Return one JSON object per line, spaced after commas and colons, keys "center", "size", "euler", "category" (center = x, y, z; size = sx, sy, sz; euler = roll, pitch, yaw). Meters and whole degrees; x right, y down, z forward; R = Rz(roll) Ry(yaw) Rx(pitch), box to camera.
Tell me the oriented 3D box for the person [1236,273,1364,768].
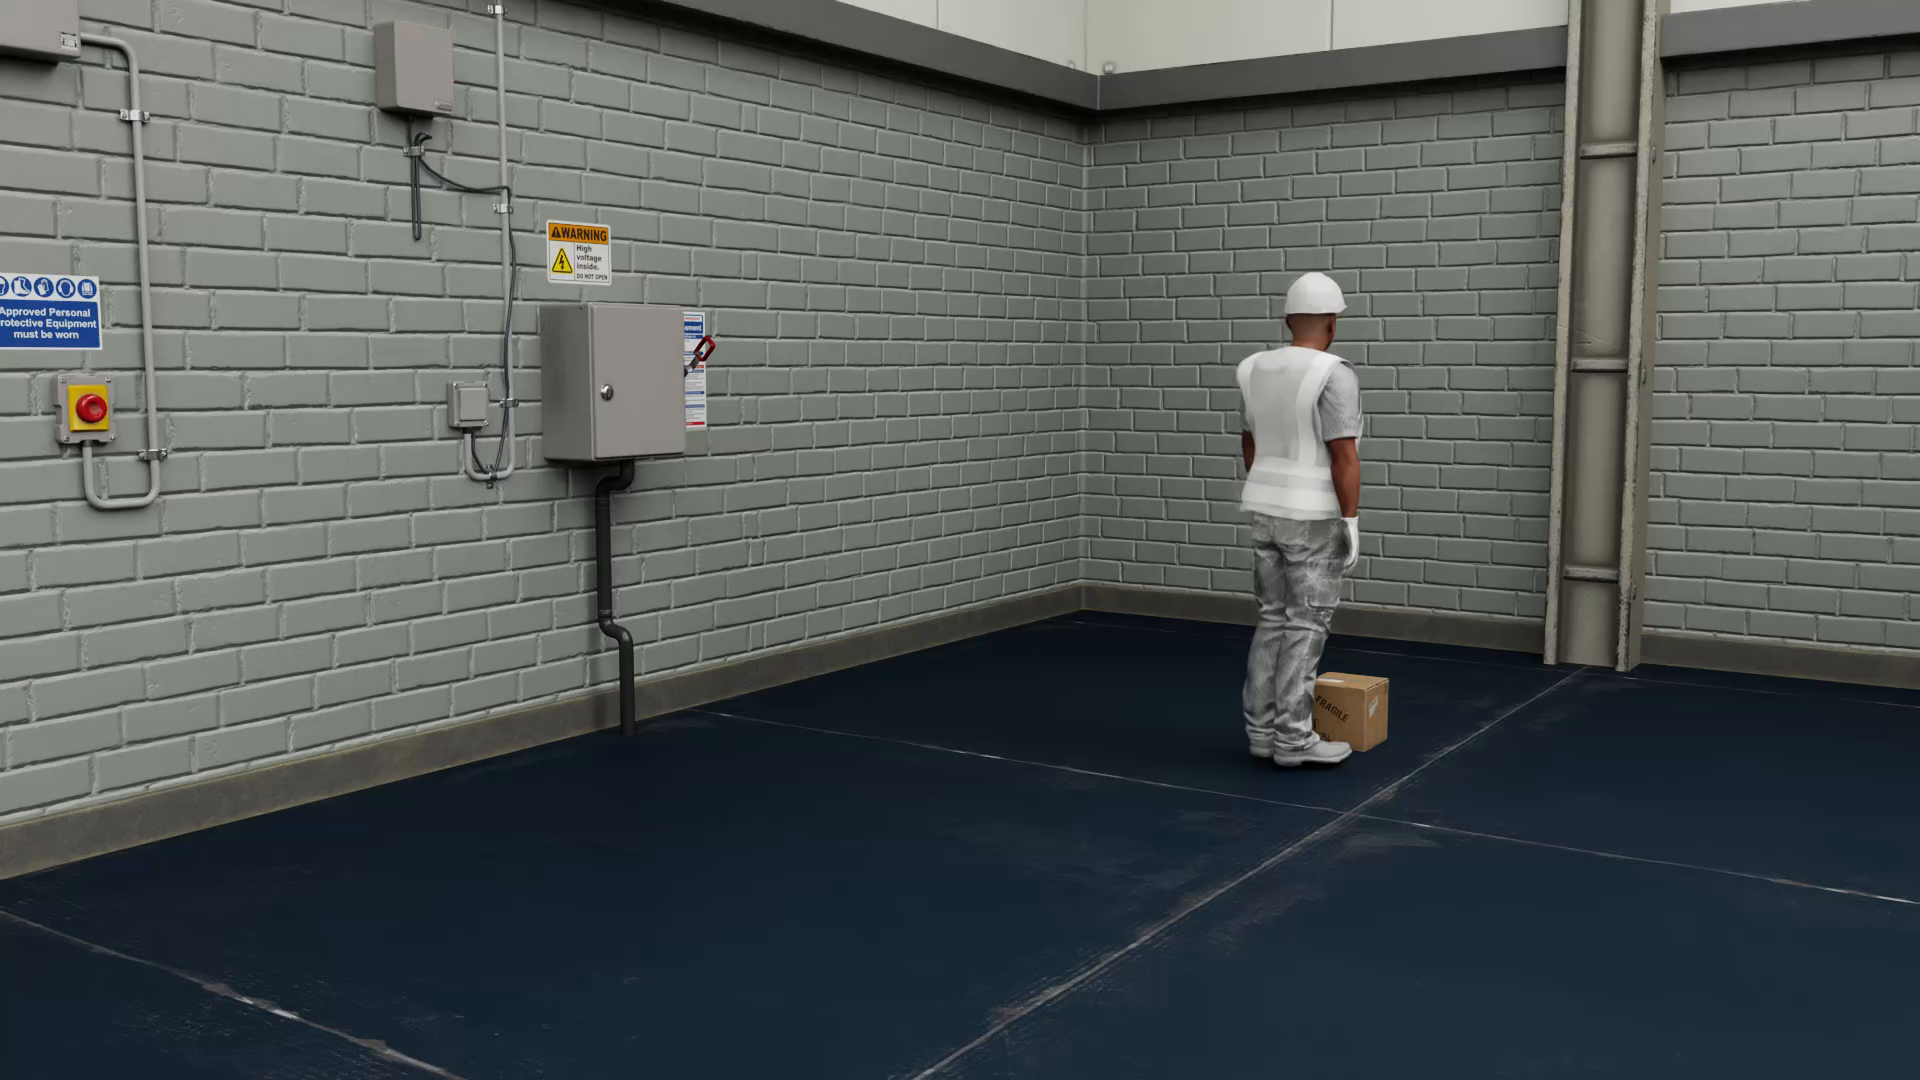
{"center": [1.243, -0.070, 6.065], "size": [0.359, 1.788, 0.573], "euler": [-4, 8, -34], "category": "person"}
